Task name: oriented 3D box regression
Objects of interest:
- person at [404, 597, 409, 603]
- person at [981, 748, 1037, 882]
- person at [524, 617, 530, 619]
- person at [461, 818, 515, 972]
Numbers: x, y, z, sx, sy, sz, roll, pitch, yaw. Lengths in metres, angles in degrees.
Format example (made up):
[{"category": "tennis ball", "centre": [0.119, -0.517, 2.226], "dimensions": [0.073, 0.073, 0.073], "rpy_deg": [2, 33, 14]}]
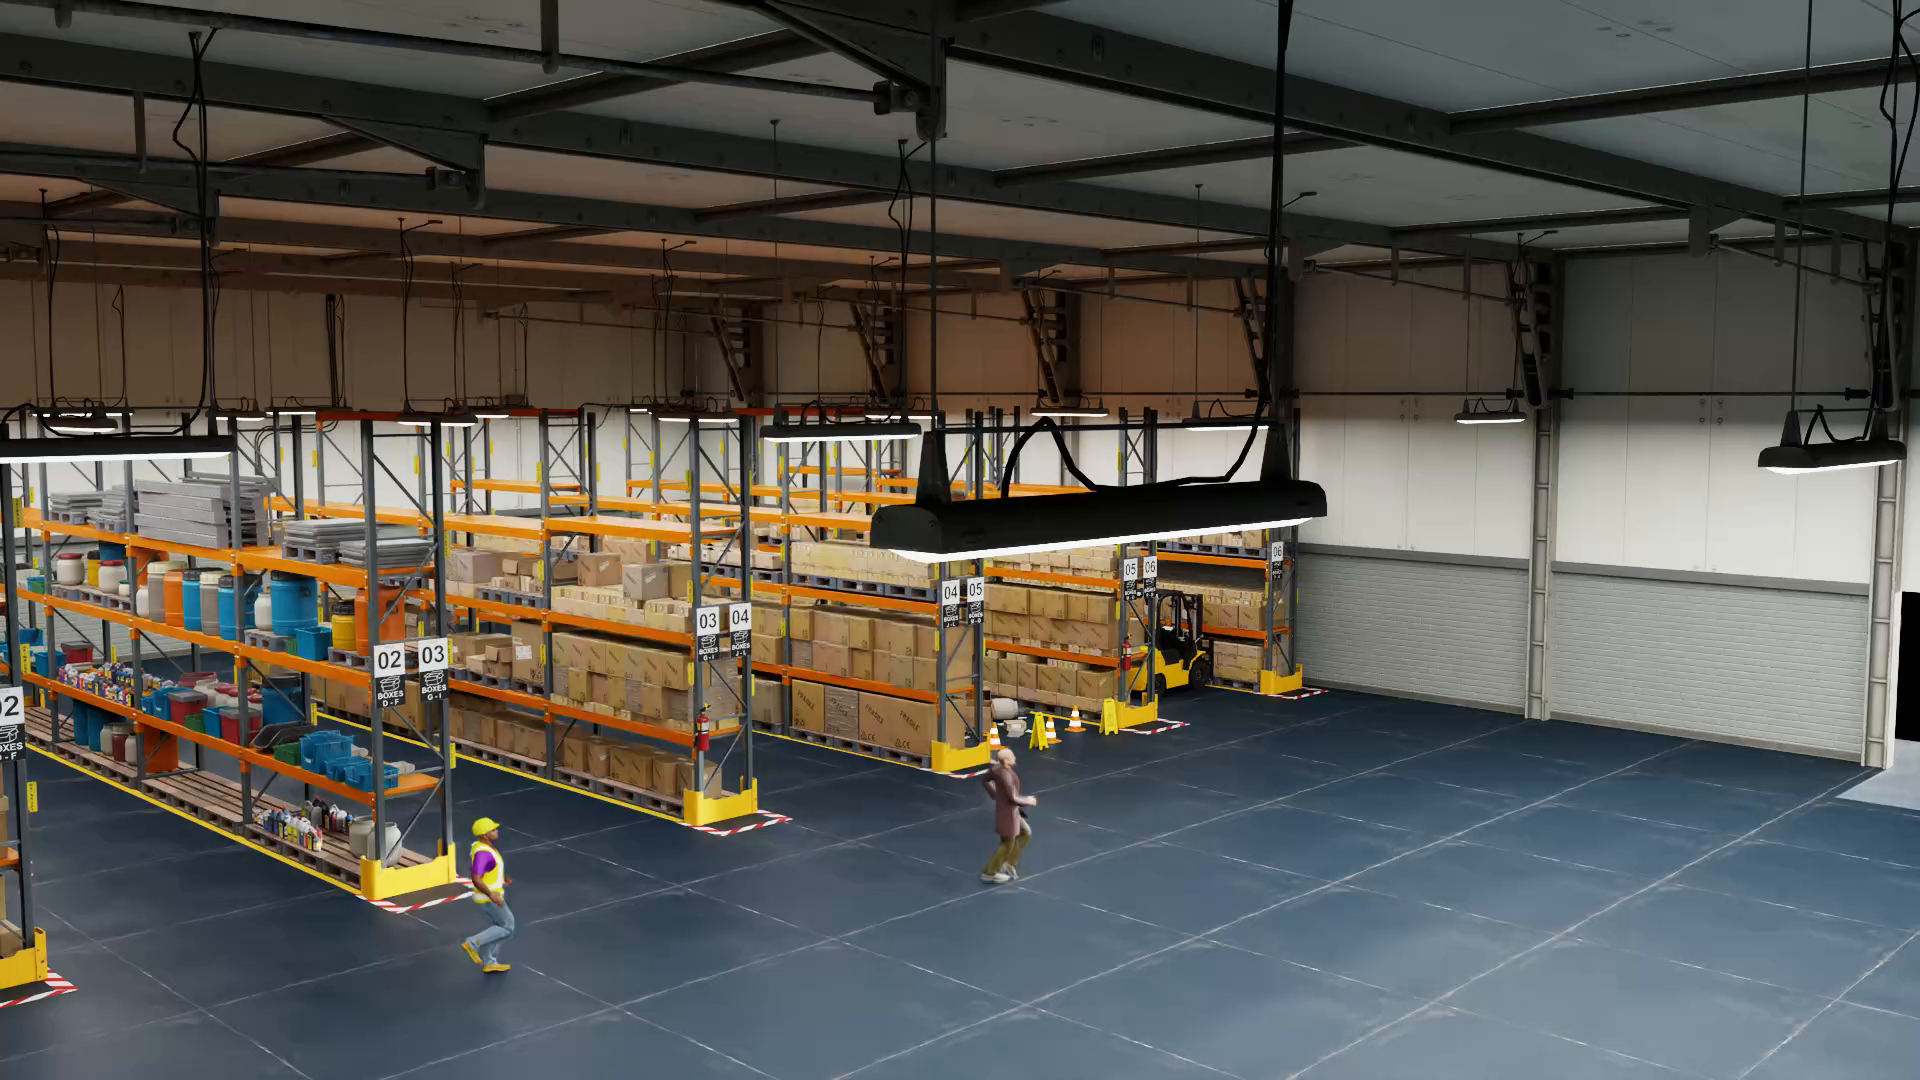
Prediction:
[{"category": "person", "centre": [-12.995, 2.098, 38.623], "dimensions": [0.813, 1.612, 0.742], "rpy_deg": [0, 5, 0]}, {"category": "person", "centre": [0.624, 3.561, 21.530], "dimensions": [0.741, 1.770, 0.719], "rpy_deg": [-1, 5, -11]}, {"category": "person", "centre": [-8.915, 2.402, 34.418], "dimensions": [0.781, 1.864, 0.686], "rpy_deg": [5, 7, 42]}, {"category": "person", "centre": [-5.159, 3.876, 18.135], "dimensions": [0.577, 1.714, 0.703], "rpy_deg": [-2, 5, -20]}]
